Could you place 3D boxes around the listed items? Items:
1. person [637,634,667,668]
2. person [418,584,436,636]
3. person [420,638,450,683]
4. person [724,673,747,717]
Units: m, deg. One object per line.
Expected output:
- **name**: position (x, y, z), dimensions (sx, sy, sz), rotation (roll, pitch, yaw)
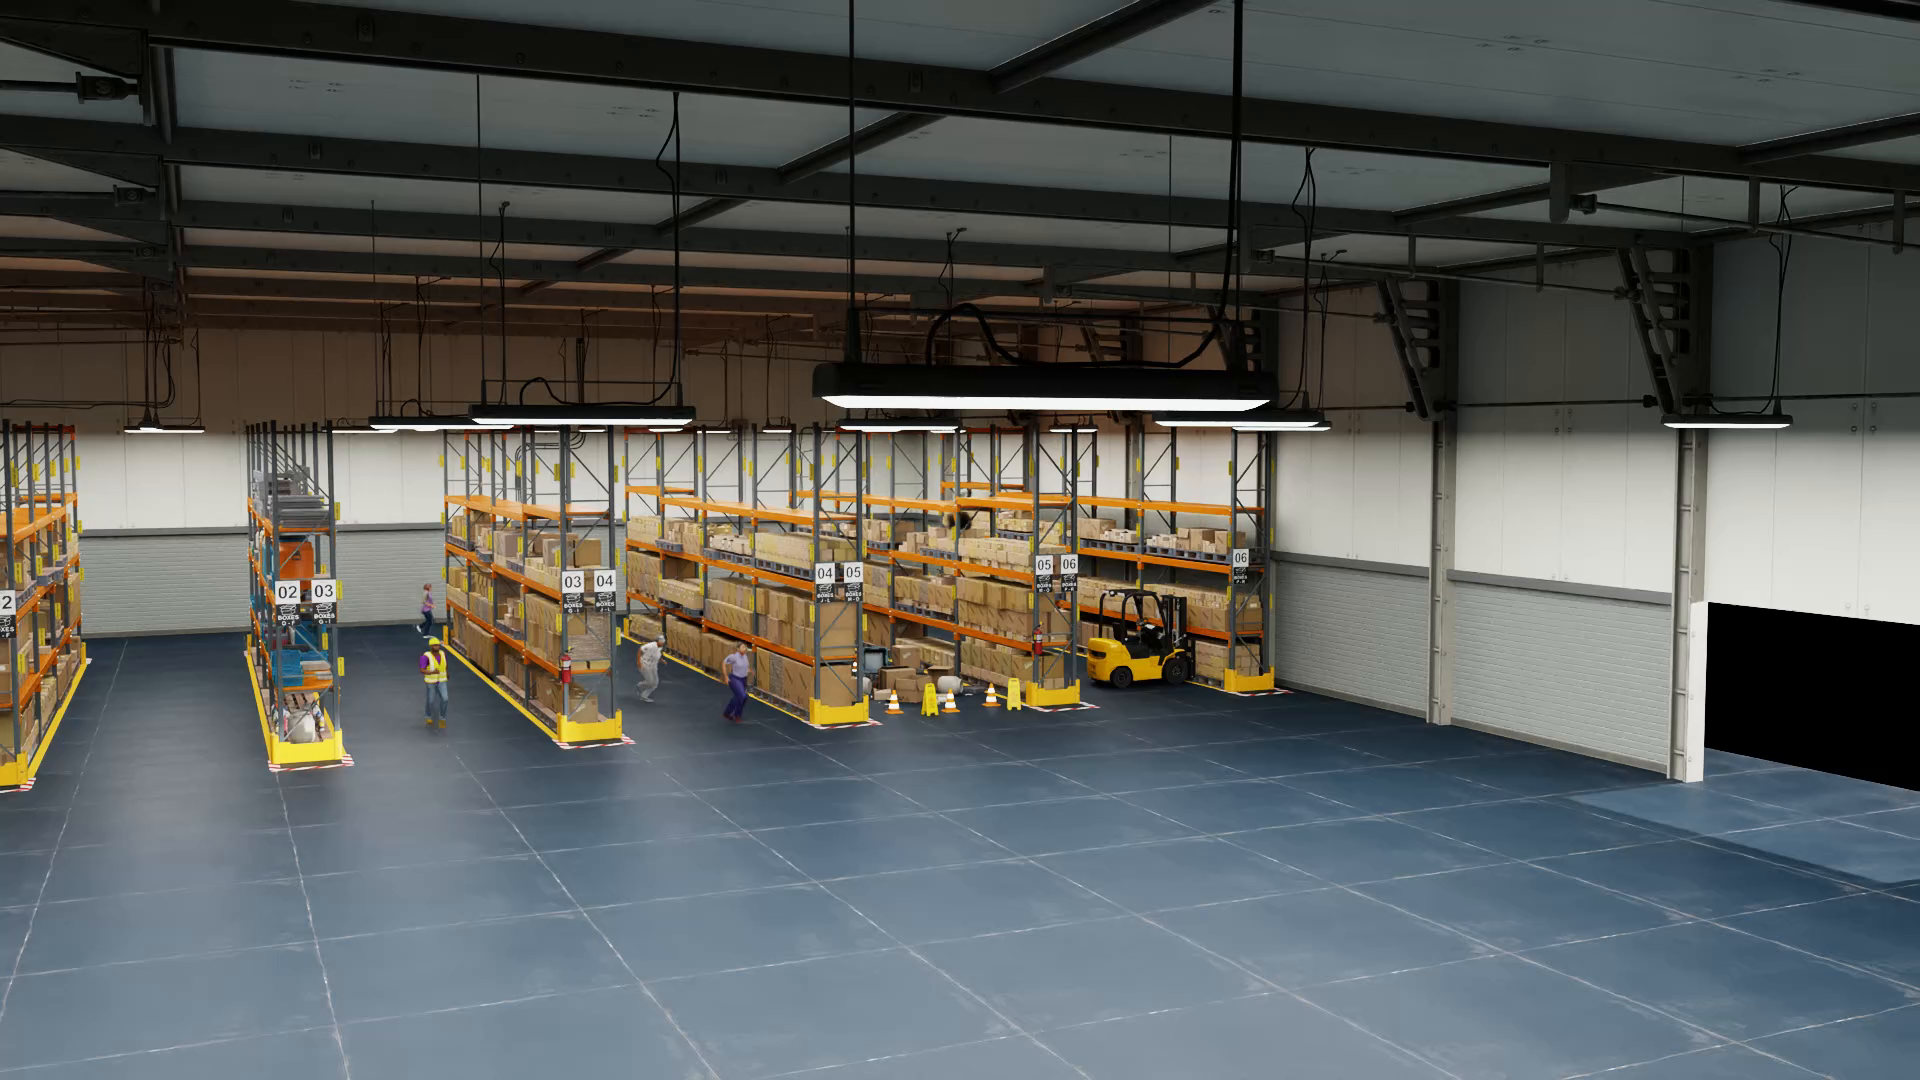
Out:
- **person**: position (-6.571, 2.387, 35.653), dimensions (0.629, 0.737, 0.634), rotation (2, 4, 32)
- **person**: position (-15.095, 1.972, 47.066), dimensions (0.538, 1.492, 0.498), rotation (-1, 4, -9)
- **person**: position (-10.236, 2.363, 32.479), dimensions (0.650, 0.908, 0.748), rotation (-3, 4, -35)
- **person**: position (-4.464, 3.076, 33.176), dimensions (0.715, 0.905, 0.412), rotation (2, 4, 32)
